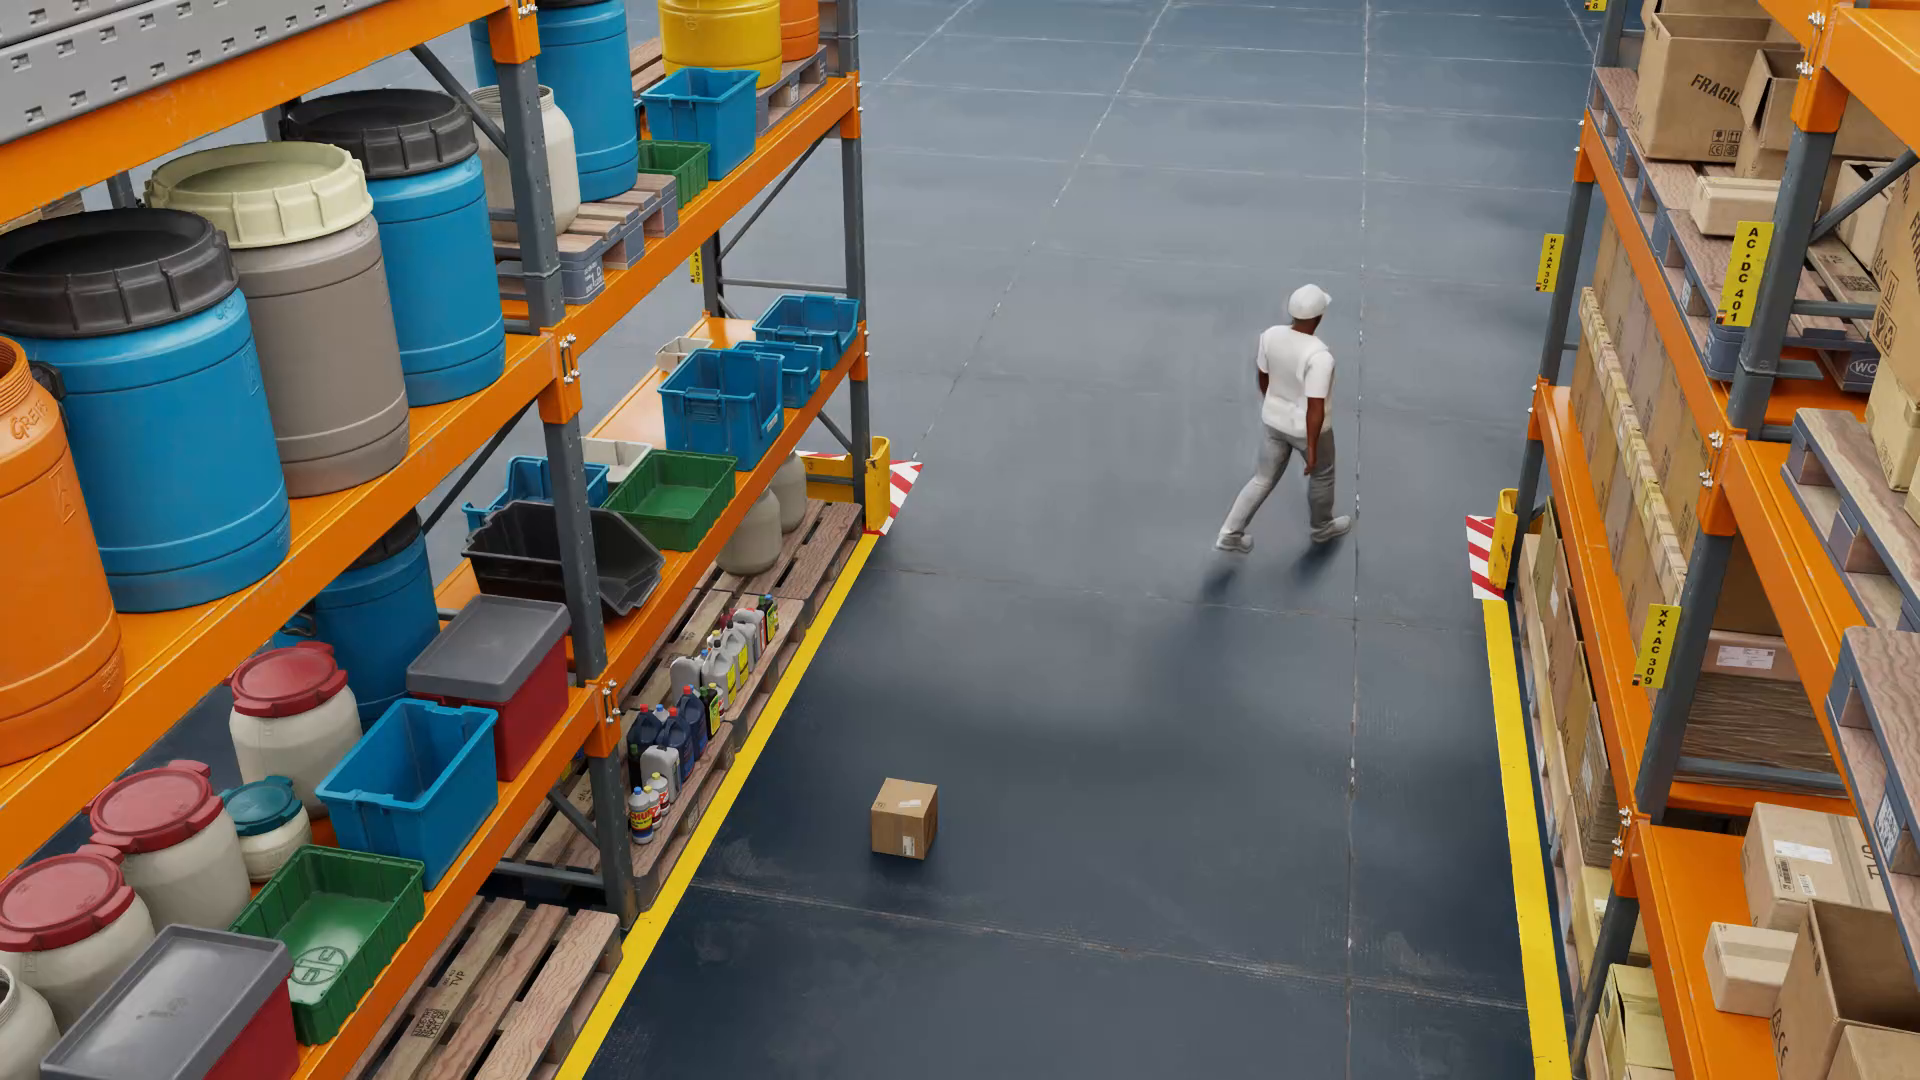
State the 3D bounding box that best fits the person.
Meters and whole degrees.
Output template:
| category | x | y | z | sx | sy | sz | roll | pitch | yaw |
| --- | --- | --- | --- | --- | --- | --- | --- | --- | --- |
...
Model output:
| category | x | y | z | sx | sy | sz | roll | pitch | yaw |
| --- | --- | --- | --- | --- | --- | --- | --- | --- | --- |
| person | 1.993 | -0.711 | 9.903 | 1.014 | 1.731 | 0.600 | -22 | 35 | -34 |
